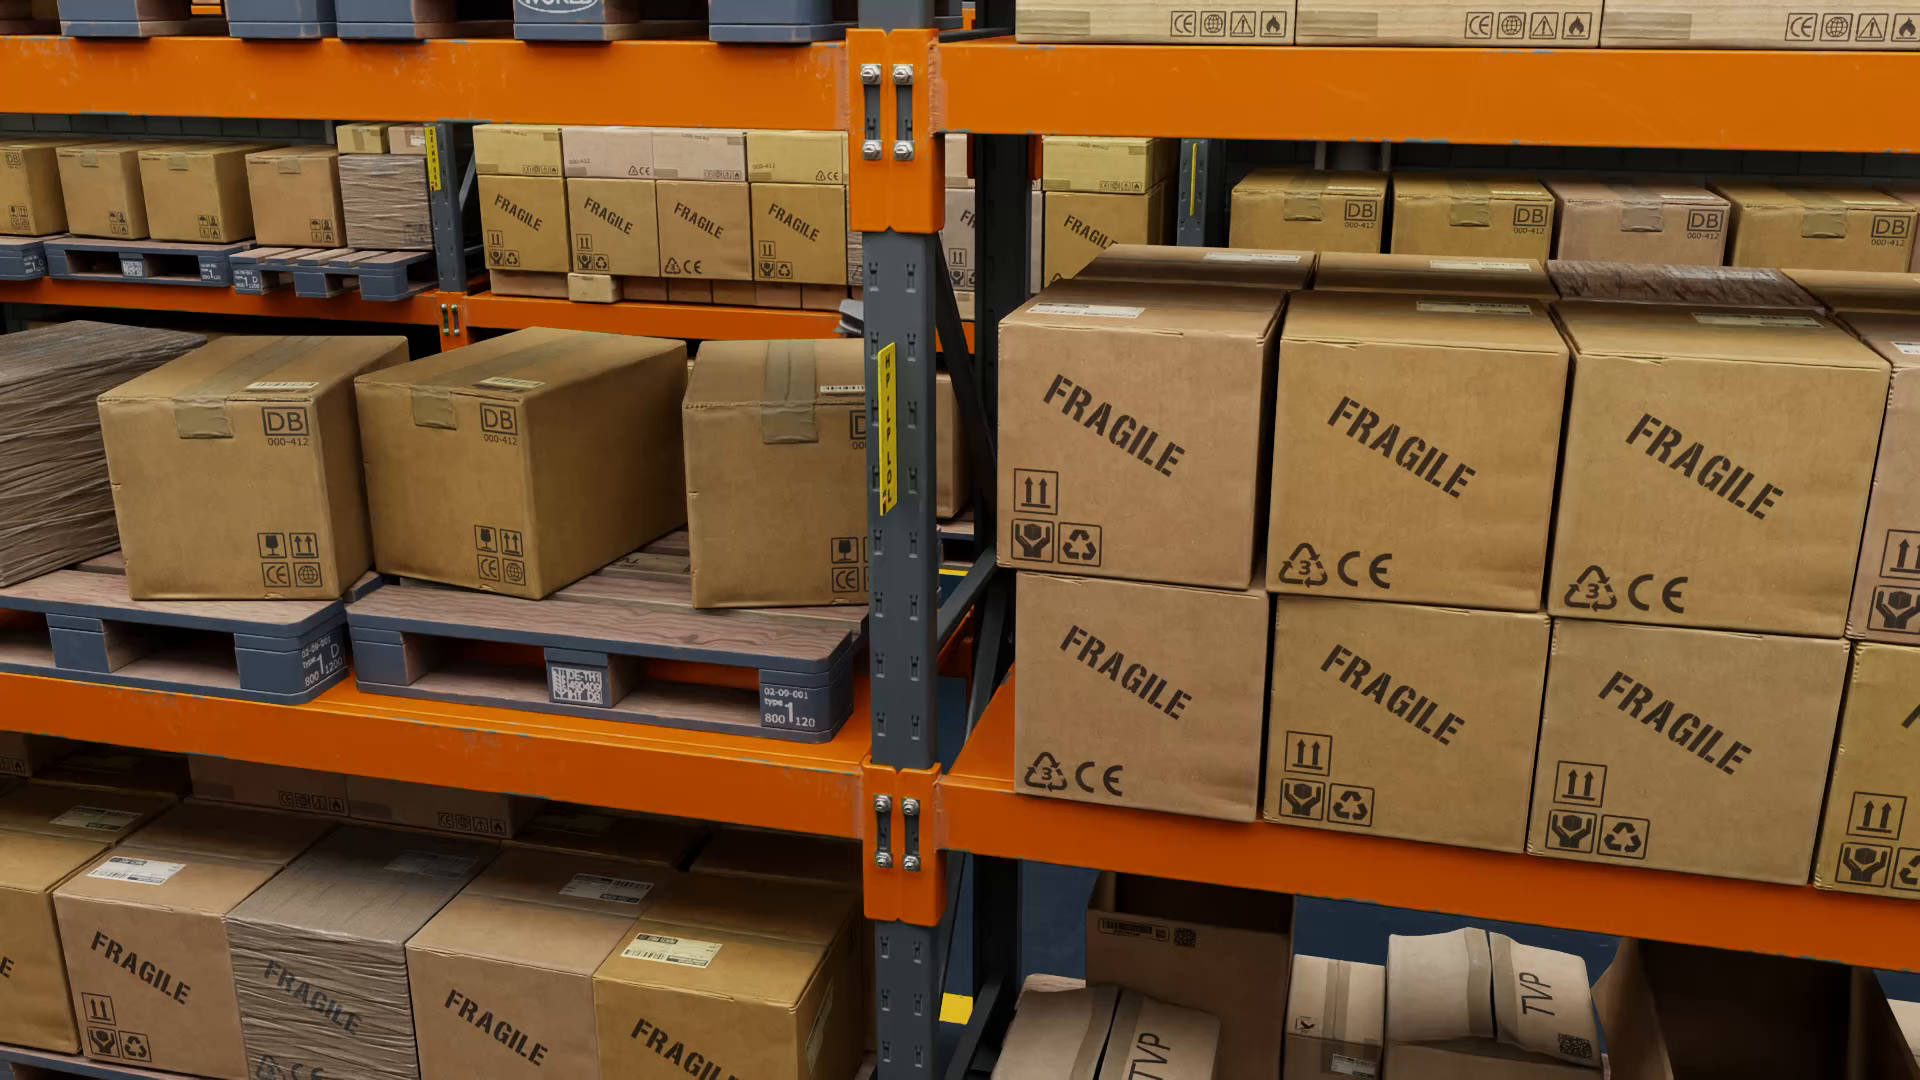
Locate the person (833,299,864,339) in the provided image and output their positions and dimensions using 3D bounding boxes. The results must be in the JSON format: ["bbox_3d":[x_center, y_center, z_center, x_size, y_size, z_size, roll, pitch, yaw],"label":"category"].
[{"bbox_3d":[-0.497,-0.202,7.124,0.602,1.676,0.476,6,19,18],"label":"person"}]
